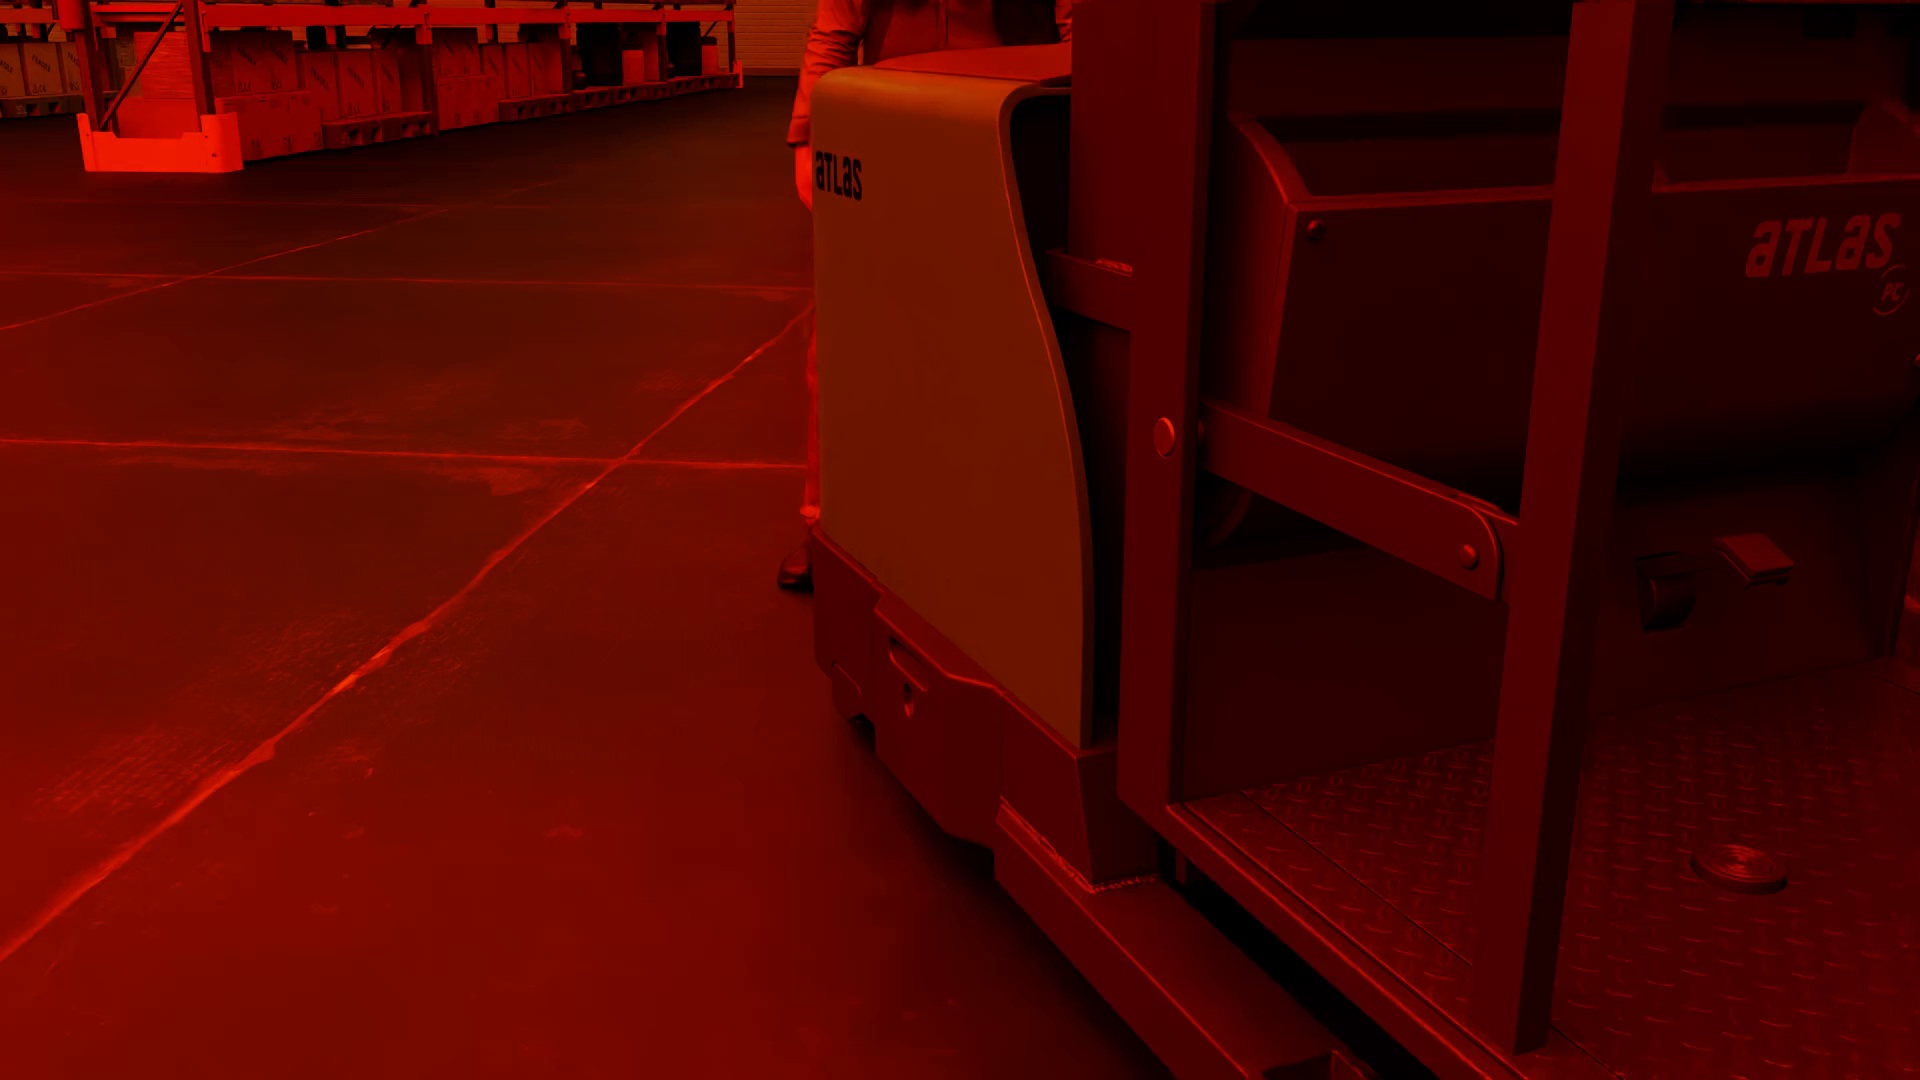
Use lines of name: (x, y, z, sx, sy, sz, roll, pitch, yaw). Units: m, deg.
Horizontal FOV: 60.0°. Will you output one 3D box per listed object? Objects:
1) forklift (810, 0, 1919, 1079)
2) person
forklift: (0.792, -0.784, 1.438, 1.130, 2.935, 3.031, -7, 19, -22)
person: (-0.045, -0.746, 3.415, 0.670, 1.705, 0.577, 4, 18, 13)
